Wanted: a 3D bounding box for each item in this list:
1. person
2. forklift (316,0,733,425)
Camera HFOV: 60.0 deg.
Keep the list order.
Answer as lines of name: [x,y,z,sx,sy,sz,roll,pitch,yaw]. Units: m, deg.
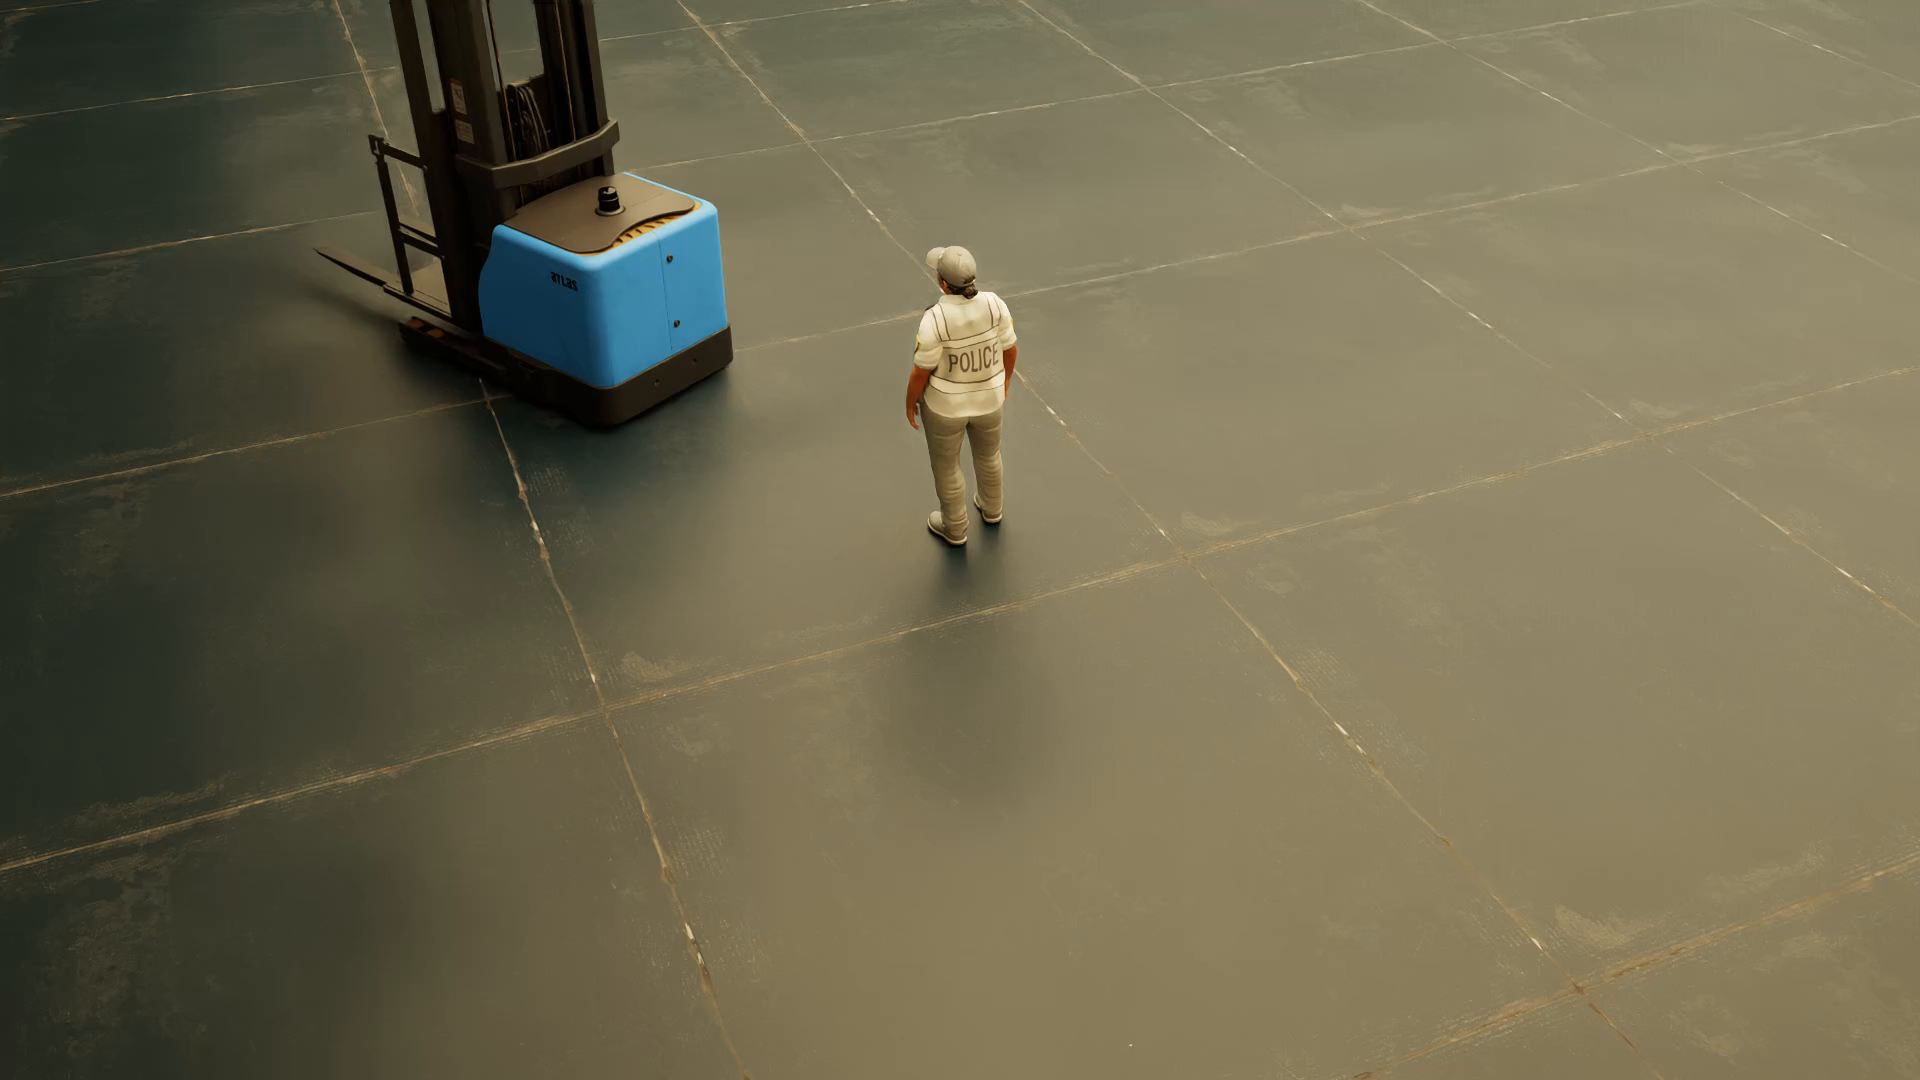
person: [-0.009,-0.731,8.205,0.598,1.670,0.529,-14,38,-19]
forklift: [-2.842,-2.539,9.669,3.031,2.935,1.130,24,42,30]
